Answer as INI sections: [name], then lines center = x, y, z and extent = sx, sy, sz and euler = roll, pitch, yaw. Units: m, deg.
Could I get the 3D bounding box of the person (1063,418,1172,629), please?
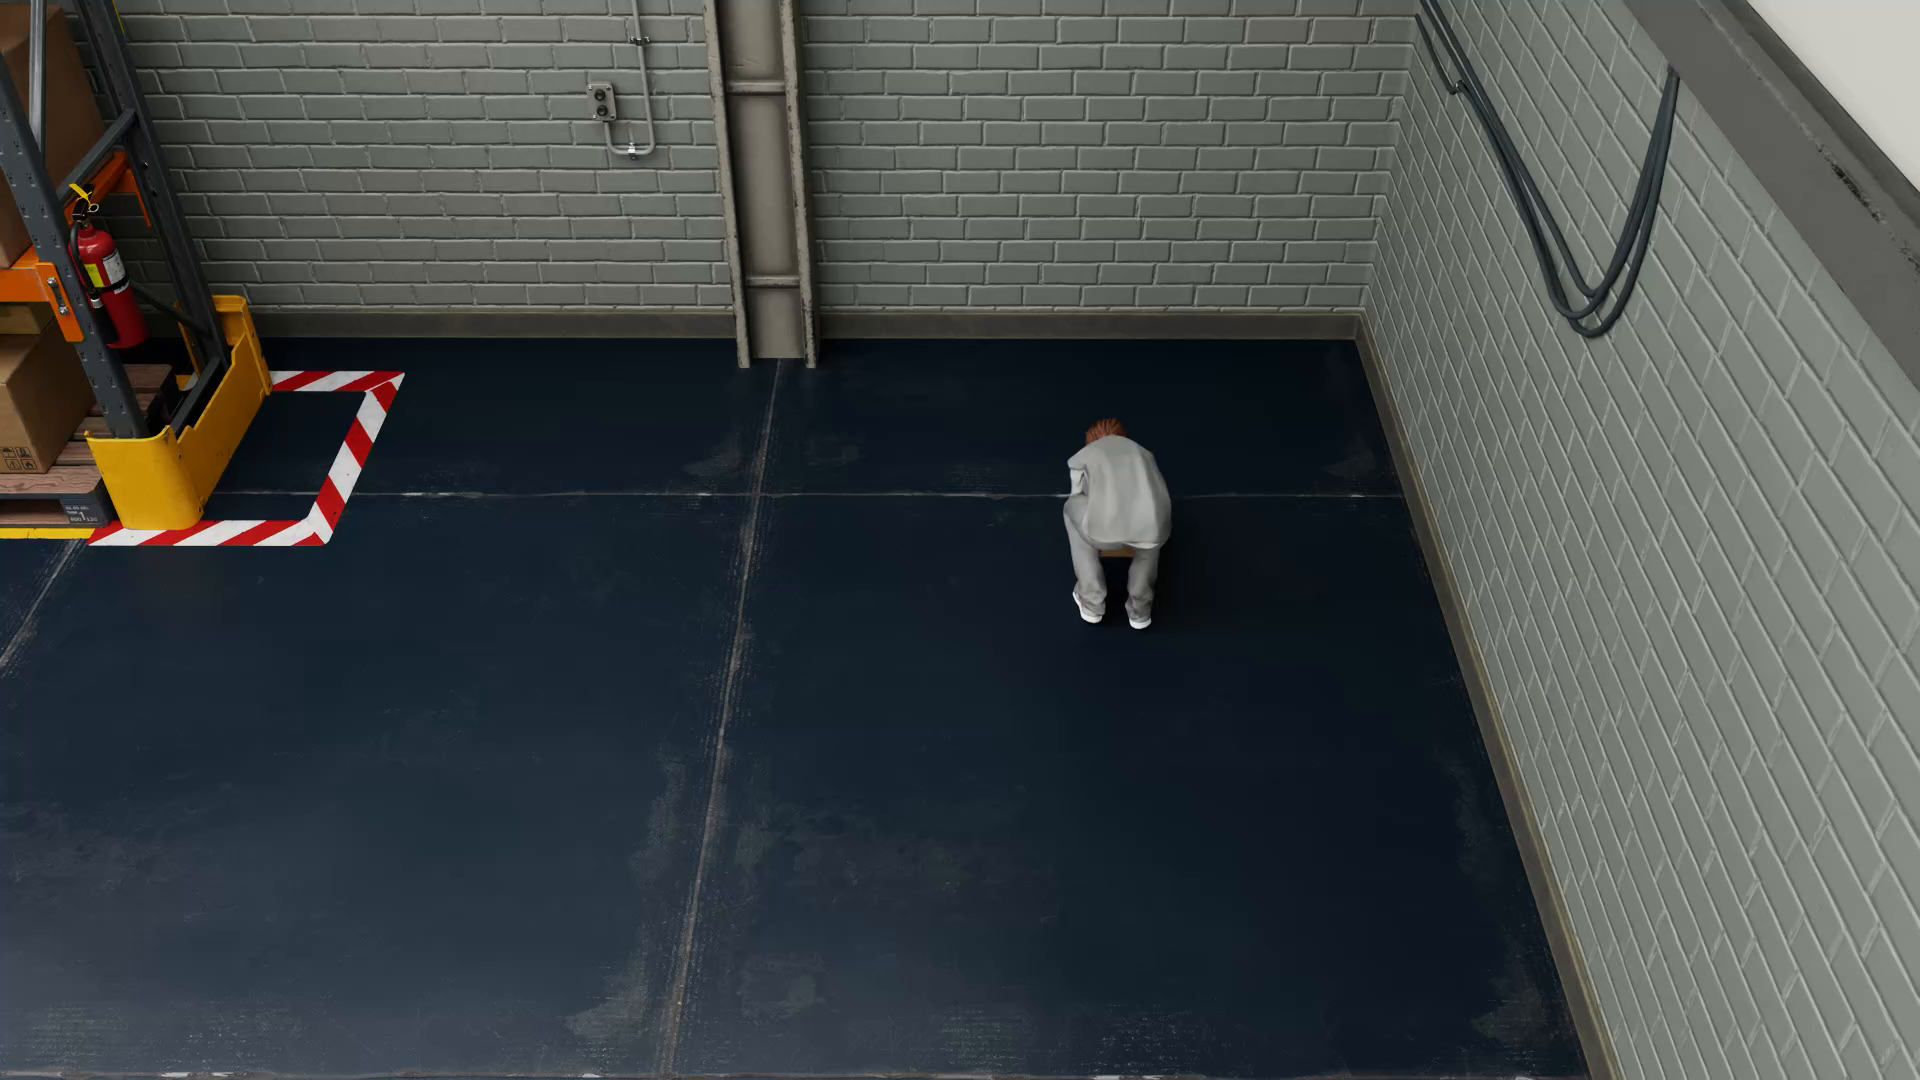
[person]
center = 0.643, -0.072, 6.913
extent = 0.425, 0.769, 0.864
euler = -2, 40, -2
